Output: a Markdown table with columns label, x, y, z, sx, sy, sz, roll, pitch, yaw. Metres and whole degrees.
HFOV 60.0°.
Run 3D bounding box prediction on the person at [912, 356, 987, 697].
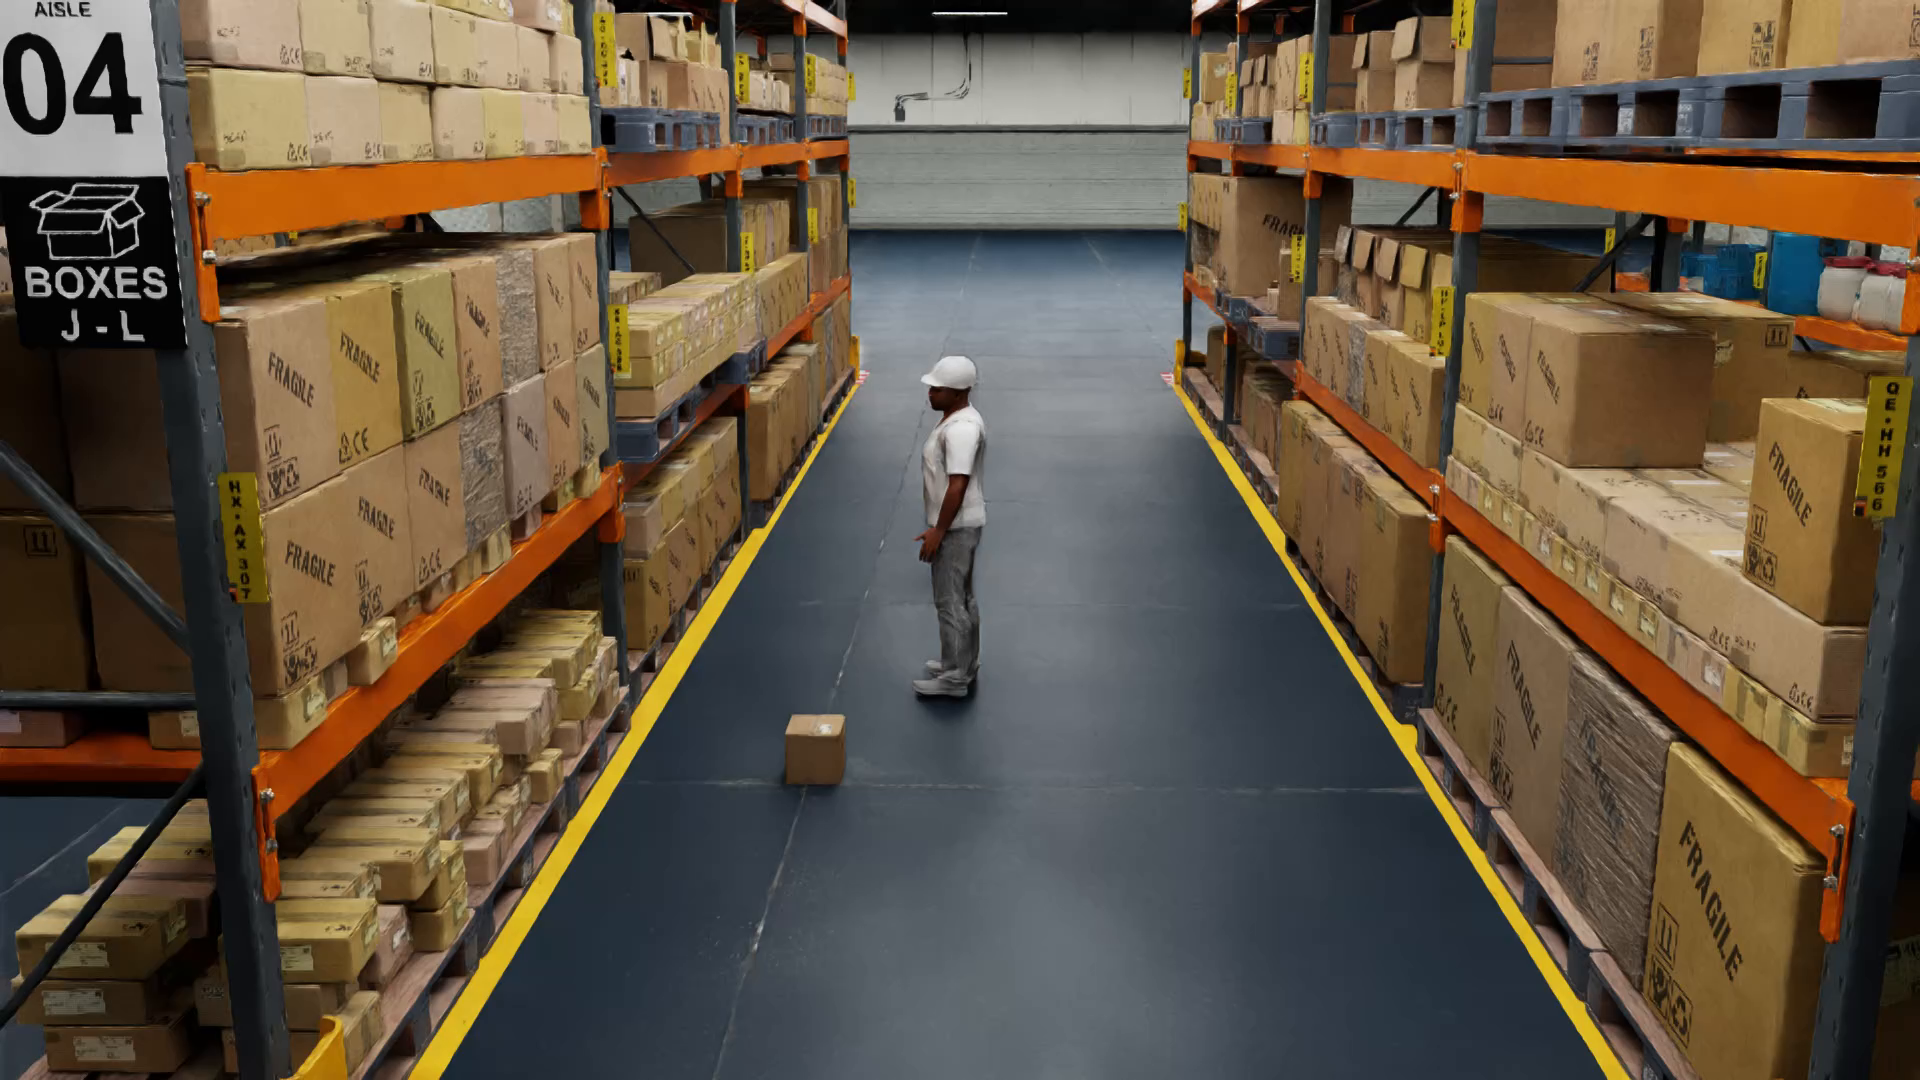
| label | x | y | z | sx | sy | sz | roll | pitch | yaw |
| --- | --- | --- | --- | --- | --- | --- | --- | --- | --- |
| person | -0.056 | -0.075 | 8.670 | 0.392 | 1.764 | 0.609 | 0 | 14 | 1 |
